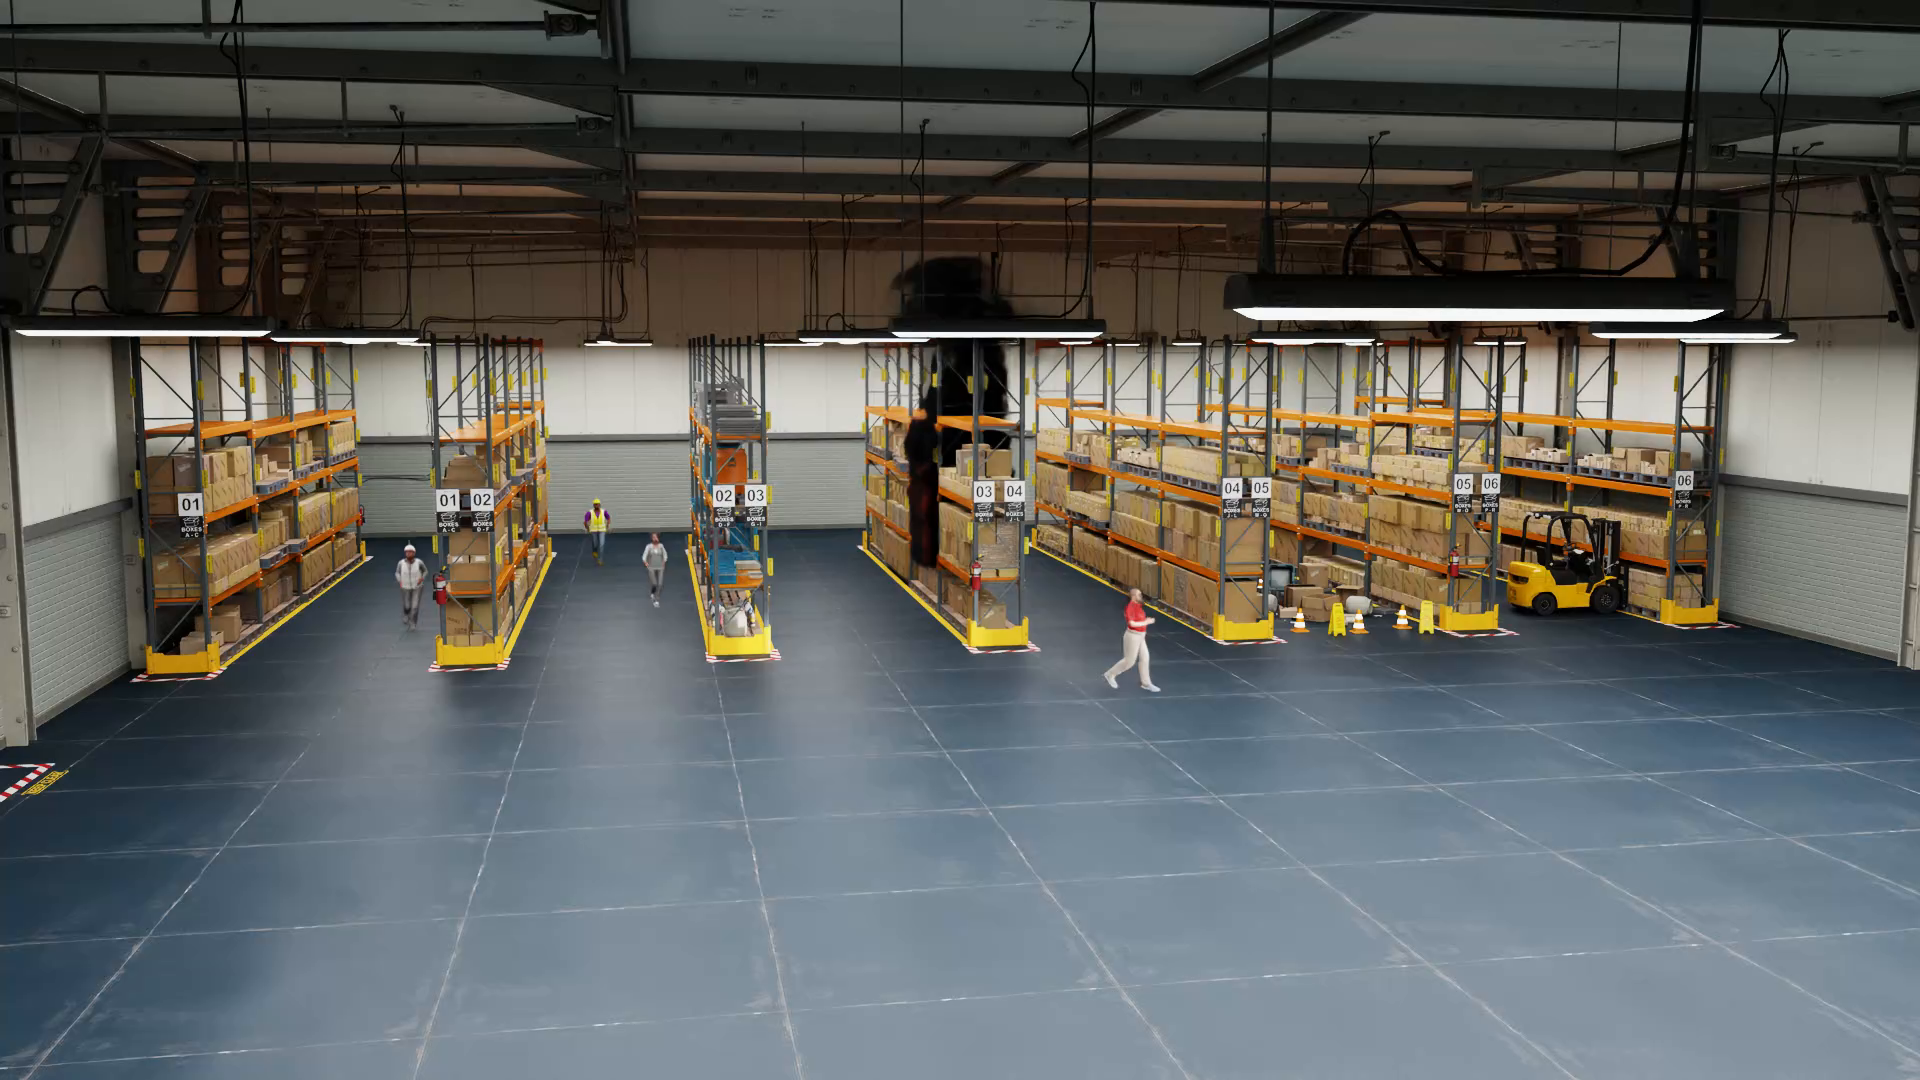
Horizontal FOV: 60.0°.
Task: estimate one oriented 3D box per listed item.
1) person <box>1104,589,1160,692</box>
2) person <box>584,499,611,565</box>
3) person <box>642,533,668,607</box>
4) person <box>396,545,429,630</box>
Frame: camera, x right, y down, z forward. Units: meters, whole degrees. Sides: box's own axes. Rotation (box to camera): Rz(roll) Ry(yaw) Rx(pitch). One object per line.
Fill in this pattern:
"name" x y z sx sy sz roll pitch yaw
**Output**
"person" 2.890 1.663 27.816 0.950 1.722 0.682 2 7 20
"person" -9.685 -0.227 44.480 0.711 1.734 0.778 -2 7 -16
"person" -6.451 0.626 35.265 0.537 1.566 0.490 -2 7 -20
"person" -11.221 0.969 34.079 0.656 1.746 0.627 -1 7 -13
